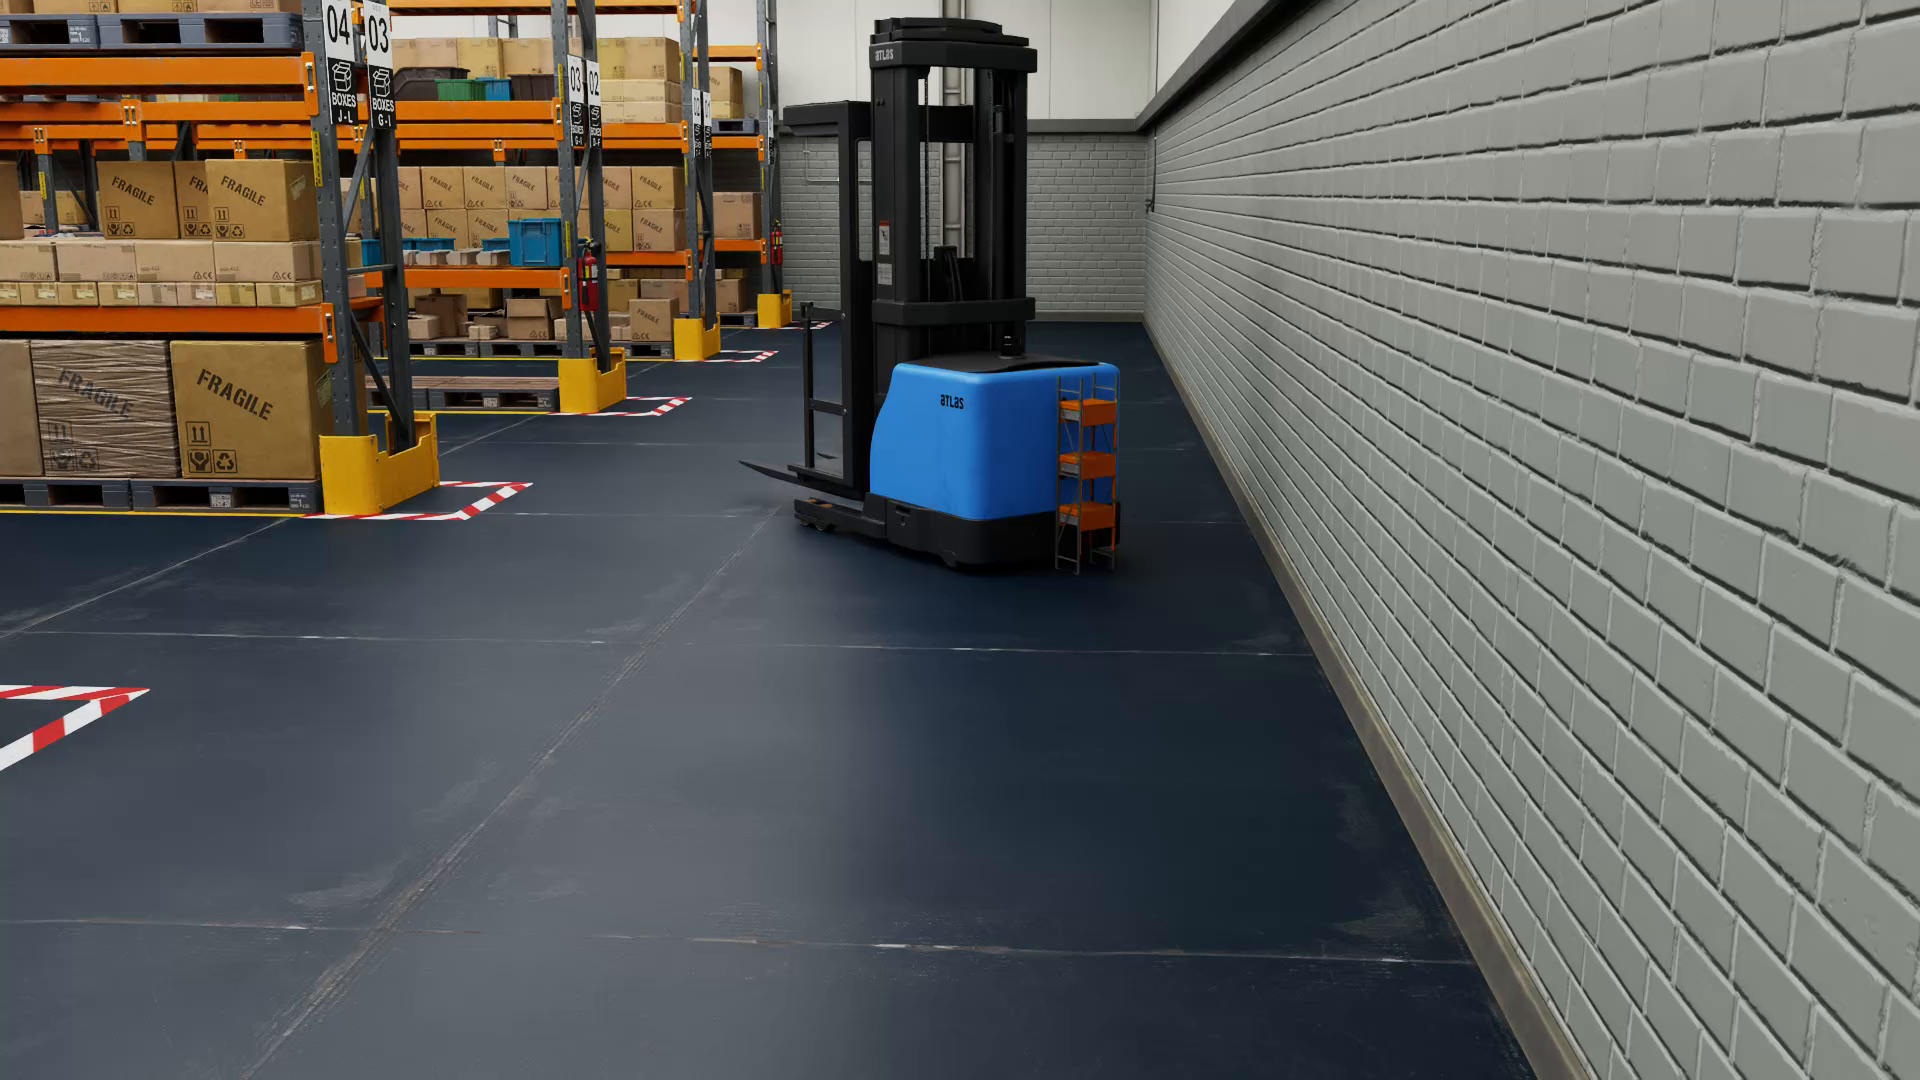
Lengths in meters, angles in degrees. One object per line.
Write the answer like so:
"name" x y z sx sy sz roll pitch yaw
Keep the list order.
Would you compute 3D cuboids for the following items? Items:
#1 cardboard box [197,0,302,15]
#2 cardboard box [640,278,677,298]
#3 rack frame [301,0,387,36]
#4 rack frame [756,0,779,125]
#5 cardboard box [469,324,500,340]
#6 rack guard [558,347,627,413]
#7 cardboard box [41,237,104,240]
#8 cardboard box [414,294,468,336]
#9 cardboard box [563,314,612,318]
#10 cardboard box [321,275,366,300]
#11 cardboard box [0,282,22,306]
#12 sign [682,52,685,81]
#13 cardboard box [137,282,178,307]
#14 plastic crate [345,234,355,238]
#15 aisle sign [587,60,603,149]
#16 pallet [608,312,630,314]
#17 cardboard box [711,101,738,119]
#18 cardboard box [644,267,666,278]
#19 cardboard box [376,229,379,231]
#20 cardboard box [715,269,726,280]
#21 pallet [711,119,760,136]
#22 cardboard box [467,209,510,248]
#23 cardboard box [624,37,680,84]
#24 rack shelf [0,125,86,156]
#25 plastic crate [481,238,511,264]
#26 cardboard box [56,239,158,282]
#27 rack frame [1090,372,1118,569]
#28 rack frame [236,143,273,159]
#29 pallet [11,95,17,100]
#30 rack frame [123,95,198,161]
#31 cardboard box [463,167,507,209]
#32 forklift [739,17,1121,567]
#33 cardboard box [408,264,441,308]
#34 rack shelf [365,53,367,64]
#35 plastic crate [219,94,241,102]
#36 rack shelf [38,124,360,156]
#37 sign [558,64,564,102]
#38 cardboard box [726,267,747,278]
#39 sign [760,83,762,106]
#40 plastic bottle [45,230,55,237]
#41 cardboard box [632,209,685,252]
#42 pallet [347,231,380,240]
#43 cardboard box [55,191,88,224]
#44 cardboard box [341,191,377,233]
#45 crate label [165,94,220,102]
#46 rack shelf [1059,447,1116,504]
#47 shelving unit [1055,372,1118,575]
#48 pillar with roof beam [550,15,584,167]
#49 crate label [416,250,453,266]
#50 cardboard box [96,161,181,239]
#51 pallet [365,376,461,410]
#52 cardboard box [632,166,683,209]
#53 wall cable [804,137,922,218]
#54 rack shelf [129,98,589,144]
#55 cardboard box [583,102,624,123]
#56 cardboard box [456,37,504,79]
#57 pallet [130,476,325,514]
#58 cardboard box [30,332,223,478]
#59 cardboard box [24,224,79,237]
"cardboard box" -4.380 -3.512 10.393 0.500 0.500 0.700 0 12 0
"cardboard box" -4.571 -3.765 25.520 0.500 0.500 0.700 0 12 2
"rack frame" -3.857 -4.681 10.167 0.127 3.000 1.000 1 12 4
"rack frame" -2.864 -7.717 24.680 0.127 3.000 1.000 1 12 4
"cardboard box" -5.915 -2.592 20.677 0.250 0.166 0.380 1 12 4
"rack guard" -3.501 -1.535 15.886 0.348 0.500 1.175 1 12 4
"cardboard box" -5.859 -1.898 11.155 0.500 0.250 0.500 1 12 3
"cardboard box" -6.595 -2.865 21.168 0.500 0.500 0.500 1 12 4
"cardboard box" -4.713 -2.717 21.071 0.500 0.250 0.500 1 12 4
"cardboard box" -4.189 -1.694 11.153 0.250 0.149 0.380 1 12 4
"cardboard box" -6.020 -1.583 10.624 0.250 0.149 0.380 0 12 2
"sign" -3.249 -5.557 19.518 0.005 0.325 0.100 1 12 4
"cardboard box" -4.995 -1.570 10.559 0.250 0.149 0.380 1 12 5
"plastic crate" -6.006 -2.724 15.607 0.530 0.282 0.437 1 12 4
"aisle sign" -3.435 -4.088 15.638 0.004 0.787 0.394 1 12 4
"pallet" -4.881 -3.428 25.638 1.213 0.211 1.003 1 12 4
"cardboard box" -3.613 -6.385 24.738 0.500 0.250 0.500 1 12 5
"cardboard box" -4.696 -4.125 25.657 0.250 0.149 0.380 1 12 4
"cardboard box" -8.741 -4.701 25.480 0.250 0.149 0.380 1 12 6
"cardboard box" -3.710 -4.033 25.219 0.250 0.149 0.380 1 12 3
"pallet" -3.605 -6.213 25.035 1.213 0.211 1.003 1 12 4
"cardboard box" -5.682 -3.796 20.343 0.500 0.500 0.500 1 12 3
"cardboard box" -3.705 -5.778 20.054 0.500 0.500 0.700 1 12 4
"rack shelf" -13.169 -5.021 20.877 4.000 0.370 1.077 1 12 4
"plastic crate" -4.408 -2.783 16.011 0.300 0.233 0.416 1 12 4
"cardboard box" -5.372 -1.783 10.606 0.500 0.250 0.500 0 12 2
"rack frame" 0.775 -0.371 8.980 0.008 1.050 0.200 -8 14 -35
"rack frame" -10.846 -4.890 25.818 0.127 3.000 1.000 1 12 4
"pallet" -9.438 -4.193 15.620 1.213 0.211 1.003 1 12 4
"rack frame" -7.517 -2.811 15.880 0.127 3.000 1.000 1 12 4
"cardboard box" -5.704 -4.283 20.232 0.500 0.500 0.500 0 12 2
"forklift" -0.357 -1.539 9.968 1.130 2.935 3.031 -8 14 -34
"cardboard box" -8.400 -3.982 25.704 0.750 0.750 0.750 1 12 5
"rack shelf" -8.851 -7.251 25.187 4.000 0.370 1.077 1 12 4
"plastic crate" -7.074 -4.232 15.863 0.662 0.188 0.450 1 12 4
"rack shelf" -9.178 -4.966 20.615 4.000 0.370 1.077 1 12 4
"sign" -3.547 -4.061 14.784 0.005 0.325 0.100 1 12 4
"cardboard box" -3.431 -4.108 25.576 0.250 0.149 0.380 1 12 4
"sign" -2.914 -6.532 24.376 0.005 0.325 0.100 1 12 4
"plastic bottle" -8.631 -2.765 15.779 0.185 0.351 0.144 1 12 4
"cardboard box" -3.657 -3.768 20.209 0.500 0.500 0.500 1 12 5
"pallet" -7.973 -3.762 20.896 1.213 0.211 1.003 1 12 4
"cardboard box" -13.775 -5.186 25.914 0.500 0.500 0.700 2 12 10
"cardboard box" -7.640 -4.130 20.914 0.500 0.500 0.700 -3 12 -15
"crate label" -7.048 -4.084 15.286 0.466 0.136 0.293 1 12 4
"rack shelf" 0.676 -0.347 8.912 0.240 0.259 0.215 -8 14 -35
"shelving unit" 0.676 -0.357 8.910 0.252 1.050 0.215 -8 14 -35
"pillar with roof beam" -6.387 -7.059 21.536 0.400 9.000 9.100 1 12 4
"crate label" -4.920 -2.637 15.544 0.243 0.136 0.396 1 12 4
"cardboard box" -5.334 -2.258 11.046 0.500 0.500 0.500 0 12 2
"pallet" -5.561 -1.428 16.079 1.213 0.211 1.003 1 12 4
"cardboard box" -3.654 -4.256 20.104 0.500 0.500 0.500 1 12 3
"wall cable" -1.523 -5.453 26.030 1.851 1.984 0.084 1 12 4
"rack shelf" -5.522 -3.900 15.516 4.000 0.370 1.077 1 12 4
"cardboard box" -4.220 -5.125 19.984 0.500 0.250 0.500 1 12 4
"cardboard box" -5.706 -5.789 20.106 0.500 0.500 0.700 1 12 4
"pallet" -4.660 -0.374 11.043 1.213 0.211 1.003 1 12 4
"cardboard box" -5.409 -0.915 10.979 0.875 0.875 0.875 1 12 4
"cardboard box" -11.534 -3.848 21.055 0.500 0.311 0.500 2 12 7
